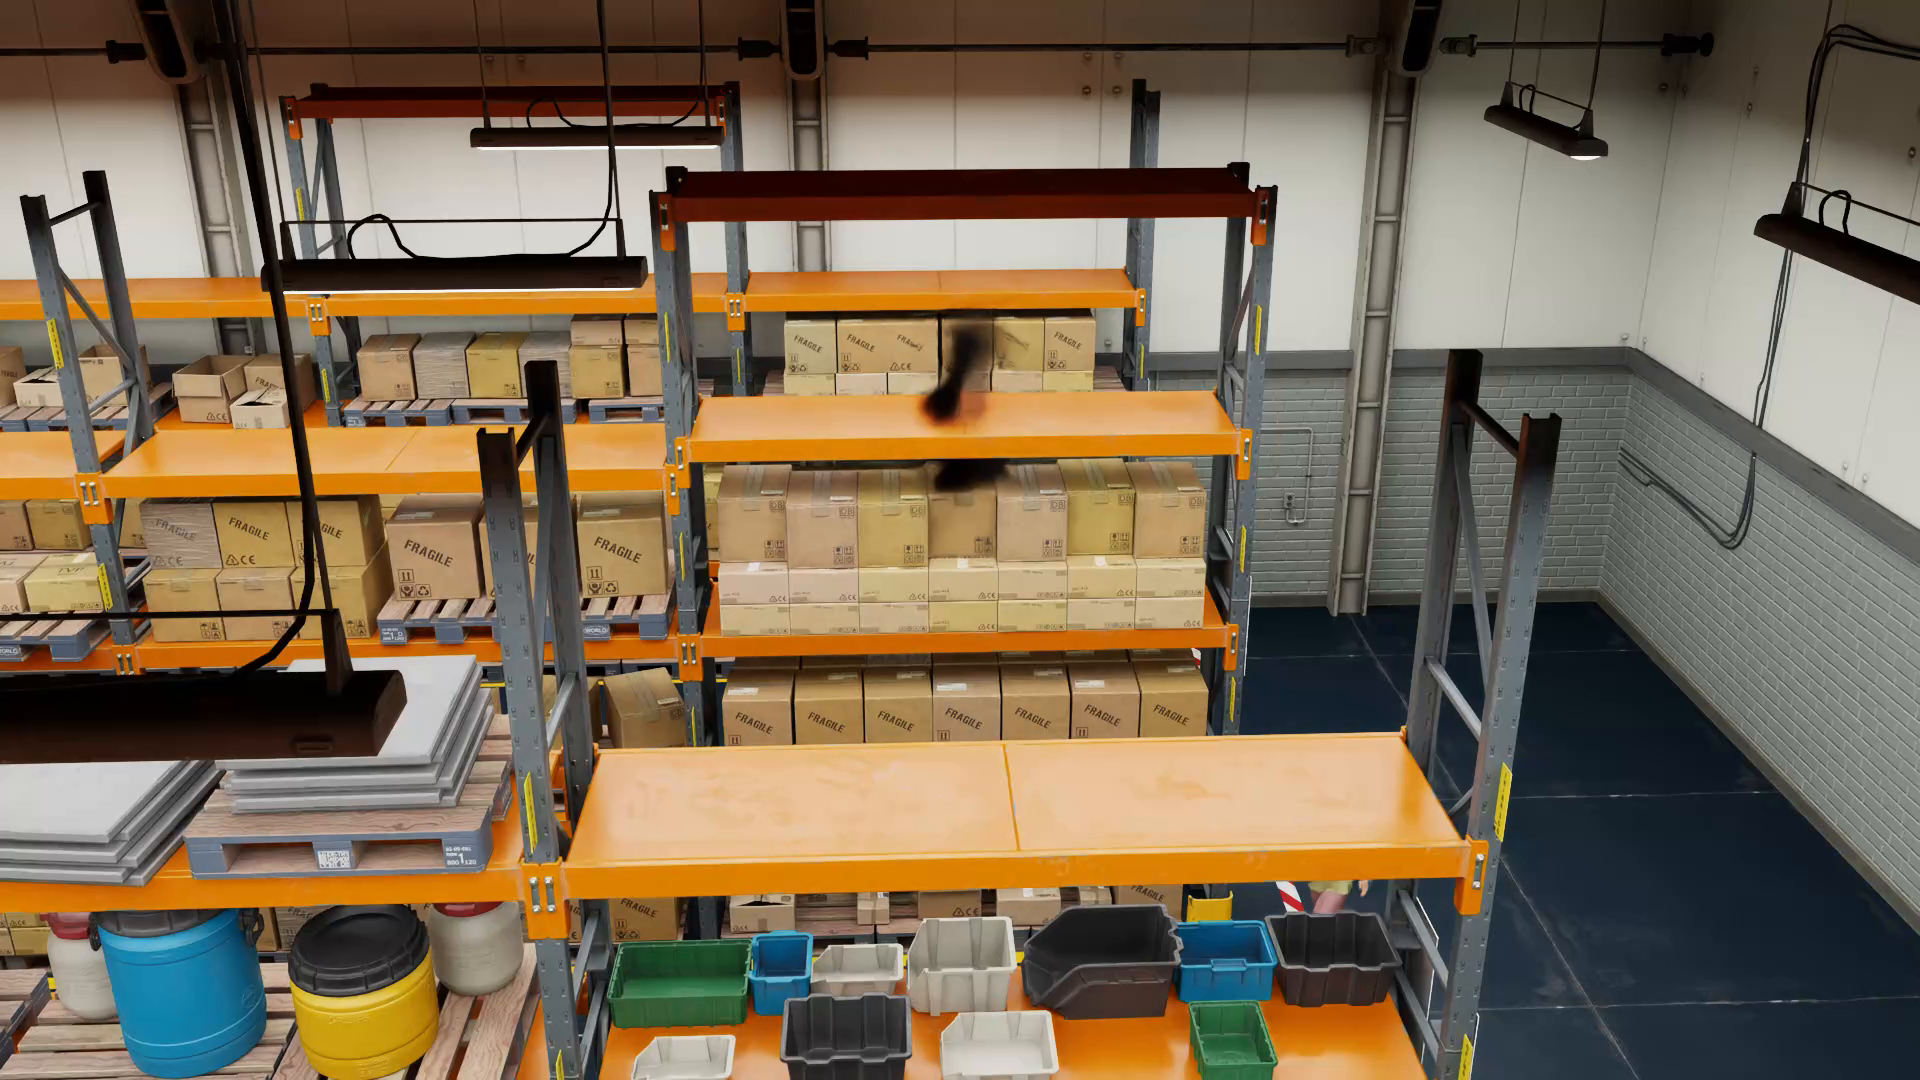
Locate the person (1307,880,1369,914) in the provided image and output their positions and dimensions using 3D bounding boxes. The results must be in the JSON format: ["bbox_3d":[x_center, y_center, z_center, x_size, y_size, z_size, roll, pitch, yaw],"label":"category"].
[{"bbox_3d":[2.766,2.622,12.514,0.724,1.674,0.562,-19,29,-39],"label":"person"}]
